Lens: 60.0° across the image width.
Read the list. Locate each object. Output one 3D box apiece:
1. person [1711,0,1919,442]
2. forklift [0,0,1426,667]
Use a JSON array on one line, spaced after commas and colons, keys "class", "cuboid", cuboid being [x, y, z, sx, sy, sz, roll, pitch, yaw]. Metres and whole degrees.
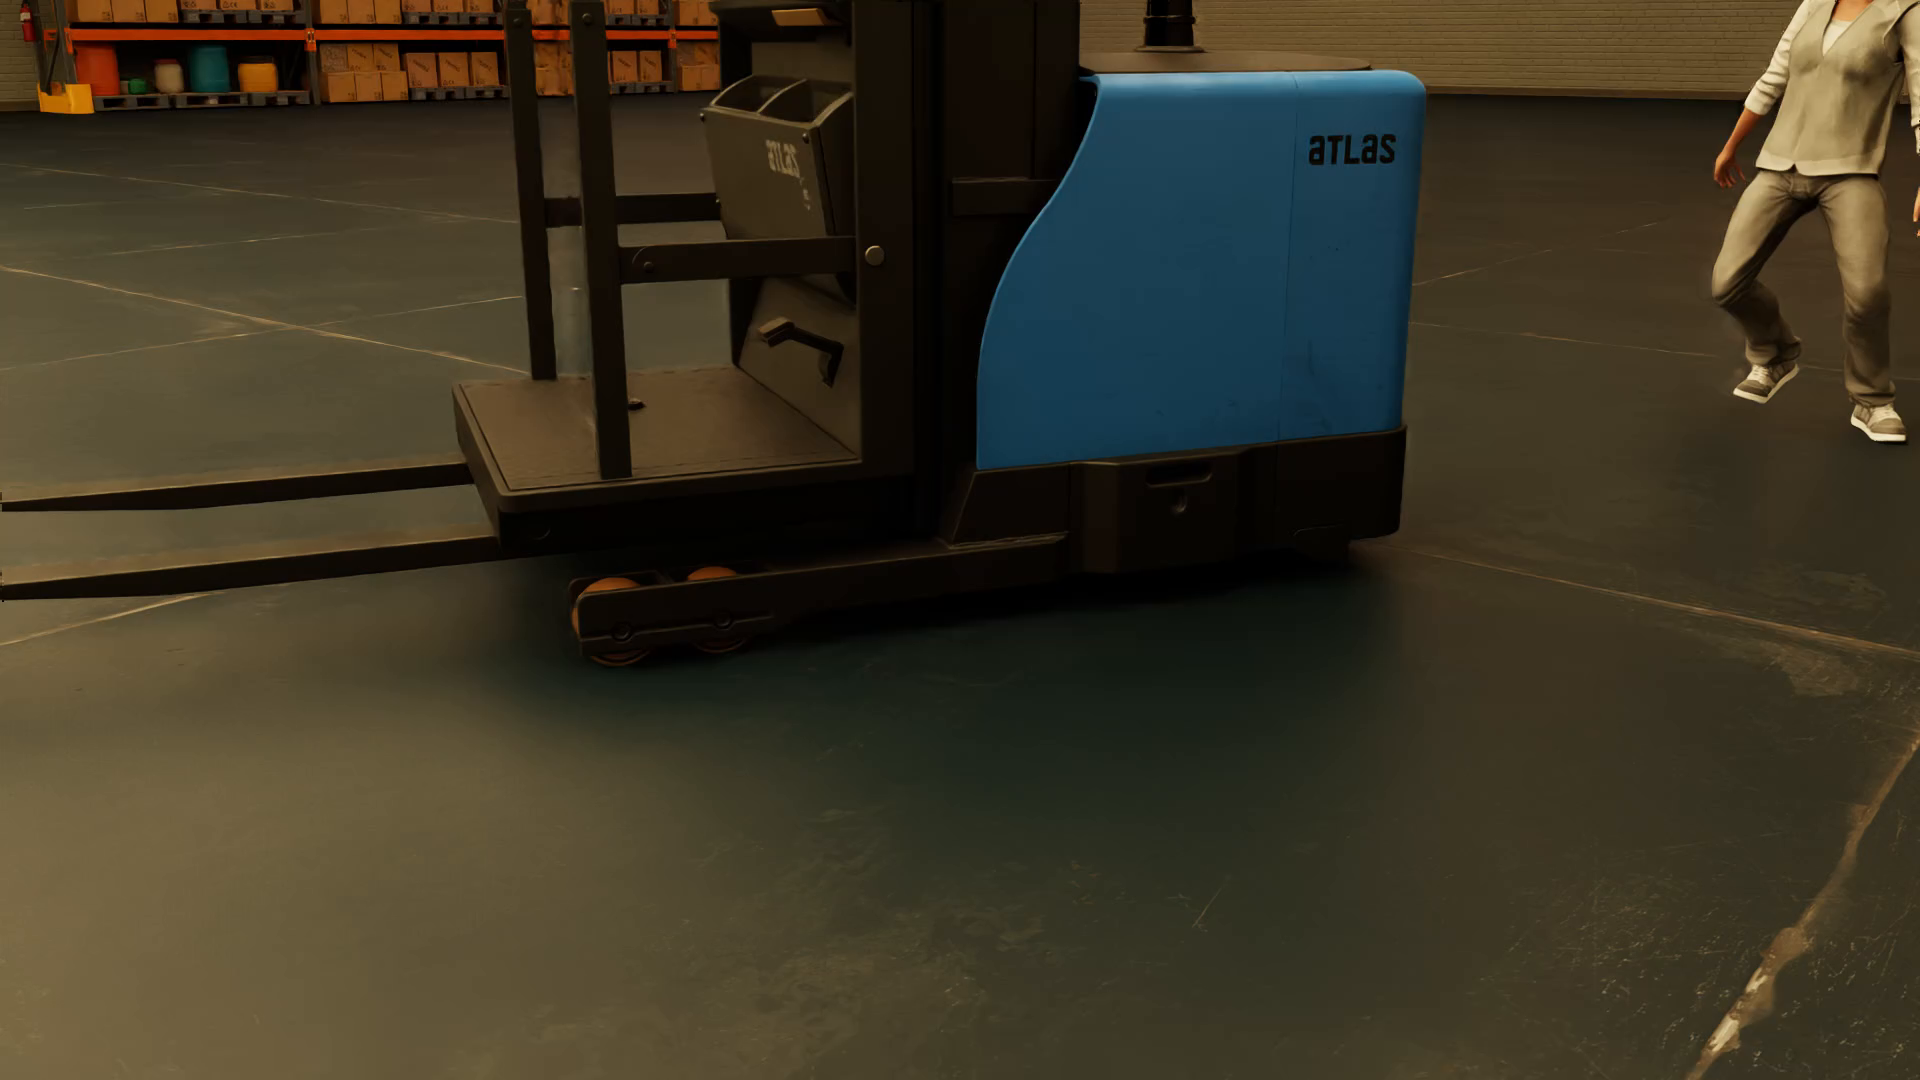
[{"class": "person", "cuboid": [2.568, -1.091, 4.939, 0.449, 1.521, 0.744, -11, 20, -31]}, {"class": "forklift", "cuboid": [-0.569, -1.336, 3.297, 3.031, 2.935, 1.130, -6, 18, -20]}]
